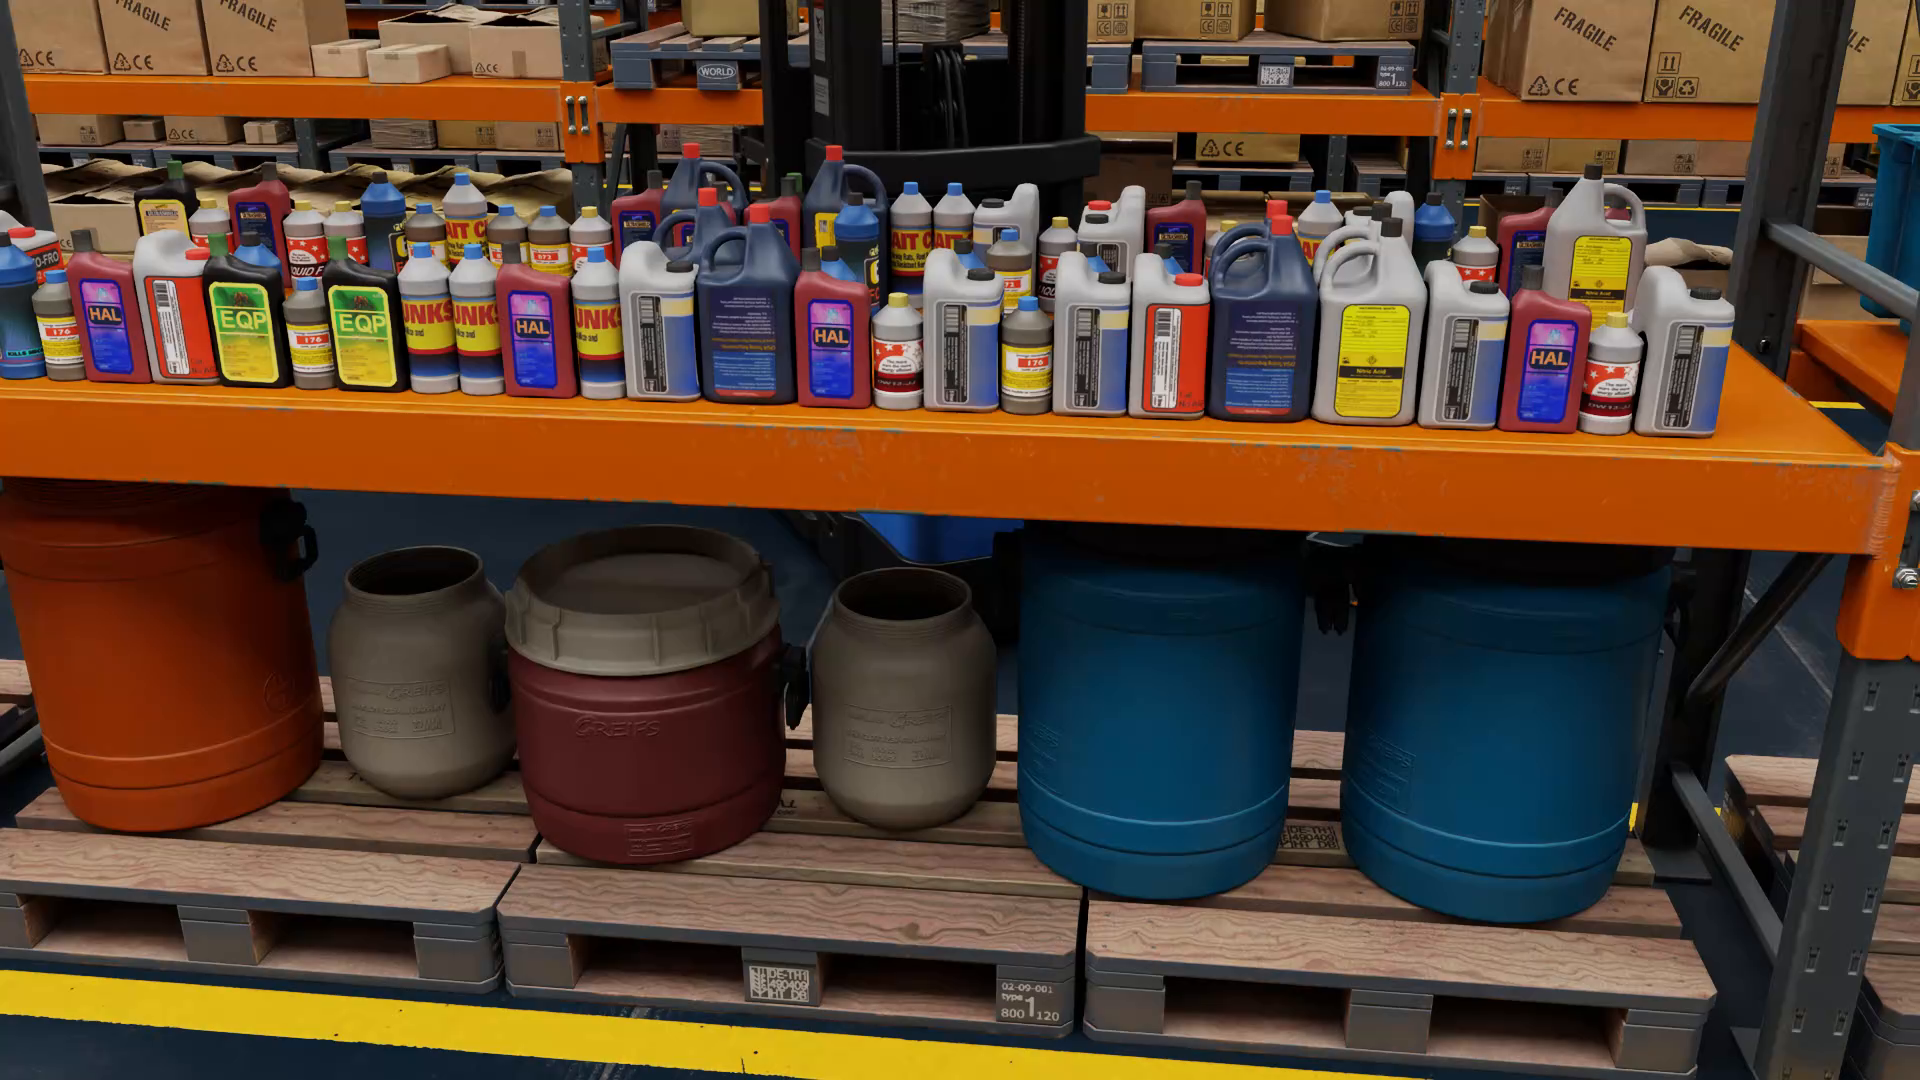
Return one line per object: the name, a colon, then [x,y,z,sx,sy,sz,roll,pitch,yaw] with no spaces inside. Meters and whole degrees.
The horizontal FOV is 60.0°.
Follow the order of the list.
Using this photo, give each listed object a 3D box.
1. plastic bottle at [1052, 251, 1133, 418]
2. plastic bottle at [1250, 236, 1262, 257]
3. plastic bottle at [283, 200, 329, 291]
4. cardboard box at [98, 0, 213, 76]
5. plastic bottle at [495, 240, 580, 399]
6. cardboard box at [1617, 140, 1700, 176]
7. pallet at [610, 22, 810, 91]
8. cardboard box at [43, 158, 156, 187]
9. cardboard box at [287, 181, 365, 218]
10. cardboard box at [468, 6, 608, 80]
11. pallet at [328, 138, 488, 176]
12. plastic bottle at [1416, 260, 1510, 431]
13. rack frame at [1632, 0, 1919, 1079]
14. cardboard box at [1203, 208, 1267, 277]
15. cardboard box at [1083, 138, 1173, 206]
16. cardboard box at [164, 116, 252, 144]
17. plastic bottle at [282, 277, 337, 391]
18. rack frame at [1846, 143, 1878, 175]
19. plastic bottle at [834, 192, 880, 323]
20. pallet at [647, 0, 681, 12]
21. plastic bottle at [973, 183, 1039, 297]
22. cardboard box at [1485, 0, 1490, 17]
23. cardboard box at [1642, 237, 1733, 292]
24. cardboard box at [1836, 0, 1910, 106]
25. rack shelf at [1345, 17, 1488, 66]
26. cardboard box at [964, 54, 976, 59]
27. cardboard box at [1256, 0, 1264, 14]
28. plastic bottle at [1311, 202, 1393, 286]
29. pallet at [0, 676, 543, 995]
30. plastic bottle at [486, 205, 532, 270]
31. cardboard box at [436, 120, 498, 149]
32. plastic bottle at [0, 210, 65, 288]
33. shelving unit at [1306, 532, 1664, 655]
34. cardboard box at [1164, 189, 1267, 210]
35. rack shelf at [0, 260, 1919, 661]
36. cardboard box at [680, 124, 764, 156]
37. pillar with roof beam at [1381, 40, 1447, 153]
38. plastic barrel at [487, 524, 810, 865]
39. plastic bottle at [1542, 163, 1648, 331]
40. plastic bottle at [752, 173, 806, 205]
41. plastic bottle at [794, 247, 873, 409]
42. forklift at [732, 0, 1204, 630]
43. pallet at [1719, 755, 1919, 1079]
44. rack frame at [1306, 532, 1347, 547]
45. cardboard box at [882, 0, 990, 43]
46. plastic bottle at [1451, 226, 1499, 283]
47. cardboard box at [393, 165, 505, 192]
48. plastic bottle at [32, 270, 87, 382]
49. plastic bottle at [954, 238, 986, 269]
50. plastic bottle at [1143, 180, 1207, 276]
plastic bottle: [0.239,-0.373,2.971,0.135,0.276,0.152,2,22,6]
plastic bottle: [0.679,-0.590,3.621,0.097,0.201,0.097,0,22,0]
plastic bottle: [-1.513,-0.685,3.863,0.097,0.201,0.097,0,22,0]
cardboard box: [-3.911,-2.605,8.313,0.500,0.500,0.500,3,22,6]
plastic bottle: [-0.773,-0.403,3.038,0.133,0.283,0.061,2,22,6]
cardboard box: [5.100,-3.002,12.281,0.500,0.500,0.700,2,22,5]
pallet: [-1.039,-2.376,8.131,1.003,0.211,1.213,2,22,6]
cardboard box: [-4.739,-1.887,9.038,0.500,0.311,0.500,3,22,8]
cardboard box: [-3.287,-1.622,8.369,0.500,0.311,0.500,2,22,6]
cardboard box: [-2.076,-2.459,8.202,0.500,0.311,0.500,4,22,10]
pallet: [-4.340,-3.121,13.547,1.213,0.211,1.003,2,22,6]
plastic bottle: [0.873,-0.345,2.901,0.135,0.276,0.152,2,22,6]
rack frame: [1.665,-0.488,3.094,0.127,3.000,1.000,2,22,6]
cardboard box: [1.238,-1.279,7.898,0.500,0.500,0.500,3,22,6]
cardboard box: [0.807,-1.840,8.296,0.500,0.250,0.500,3,22,6]
cardboard box: [-6.148,-3.523,13.574,0.500,0.500,0.500,1,22,2]
plastic bottle: [-1.211,-0.391,3.119,0.097,0.201,0.097,0,22,0]
rack frame: [6.804,-3.932,11.805,0.127,3.000,1.000,2,22,6]
plastic bottle: [-0.221,-0.608,3.573,0.097,0.271,0.097,0,22,0]
pallet: [-1.861,-4.181,12.696,1.003,0.211,1.213,2,22,6]
plastic bottle: [0.101,-0.639,3.646,0.135,0.276,0.152,2,22,6]
cardboard box: [4.092,-4.181,12.028,0.700,0.700,0.980,2,22,5]
cardboard box: [3.596,-1.297,8.199,0.500,0.311,0.500,2,22,6]
cardboard box: [3.732,-2.178,7.232,0.500,0.500,0.500,2,22,6]
rack shelf: [4.817,-3.684,12.156,4.000,0.370,1.077,2,22,6]
cardboard box: [0.443,-3.354,12.695,0.750,0.750,0.750,2,22,6]
cardboard box: [2.209,-3.911,12.067,0.250,0.149,0.380,3,22,7]
plastic bottle: [0.731,-0.438,3.034,0.185,0.351,0.144,2,22,6]
pallet: [-1.519,0.655,3.996,1.213,0.211,1.003,2,22,6]
plastic bottle: [-1.030,-0.664,3.810,0.097,0.201,0.097,0,22,0]
cardboard box: [-3.861,-3.463,13.422,0.500,0.500,0.700,2,22,5]
plastic bottle: [-1.897,-0.522,3.349,0.135,0.276,0.152,2,22,6]
shelving unit: [1.614,0.164,5.259,1.200,0.189,0.258,15,26,33]
cardboard box: [1.269,-1.467,8.373,0.500,0.500,0.500,3,22,7]
rack shelf: [-0.321,-0.240,3.445,4.000,0.370,1.077,2,22,6]
cardboard box: [-1.862,-3.332,13.090,0.500,0.500,0.700,3,22,7]
pillar with roof beam: [3.122,-5.609,7.886,0.400,9.000,9.100,2,22,6]
plastic barrel: [-0.697,0.329,3.736,0.708,0.588,0.600,2,22,6]
plastic bottle: [1.314,-0.600,3.445,0.185,0.351,0.144,2,22,6]
plastic bottle: [-0.404,-0.682,3.743,0.133,0.283,0.061,2,22,6]
plastic bottle: [-0.227,-0.379,2.978,0.133,0.283,0.061,2,22,6]
forklift: [-0.239,-1.575,5.936,1.130,2.935,3.031,-9,23,-21]
pallet: [2.400,0.827,3.562,1.213,0.211,1.003,2,22,6]
rack frame: [1.615,0.079,5.225,1.200,0.006,0.240,15,26,33]
cardboard box: [-0.196,-2.616,7.769,0.500,0.500,0.700,7,23,16]
plastic bottle: [1.102,-0.571,3.575,0.097,0.201,0.097,0,22,0]
cardboard box: [-2.728,-1.796,8.809,0.500,0.311,0.500,2,22,5]
plastic bottle: [-1.706,-0.412,3.174,0.097,0.201,0.097,0,22,0]
plastic bottle: [0.005,-0.427,3.115,0.097,0.271,0.097,0,22,0]
plastic bottle: [0.470,-0.644,3.647,0.133,0.283,0.061,2,22,6]
